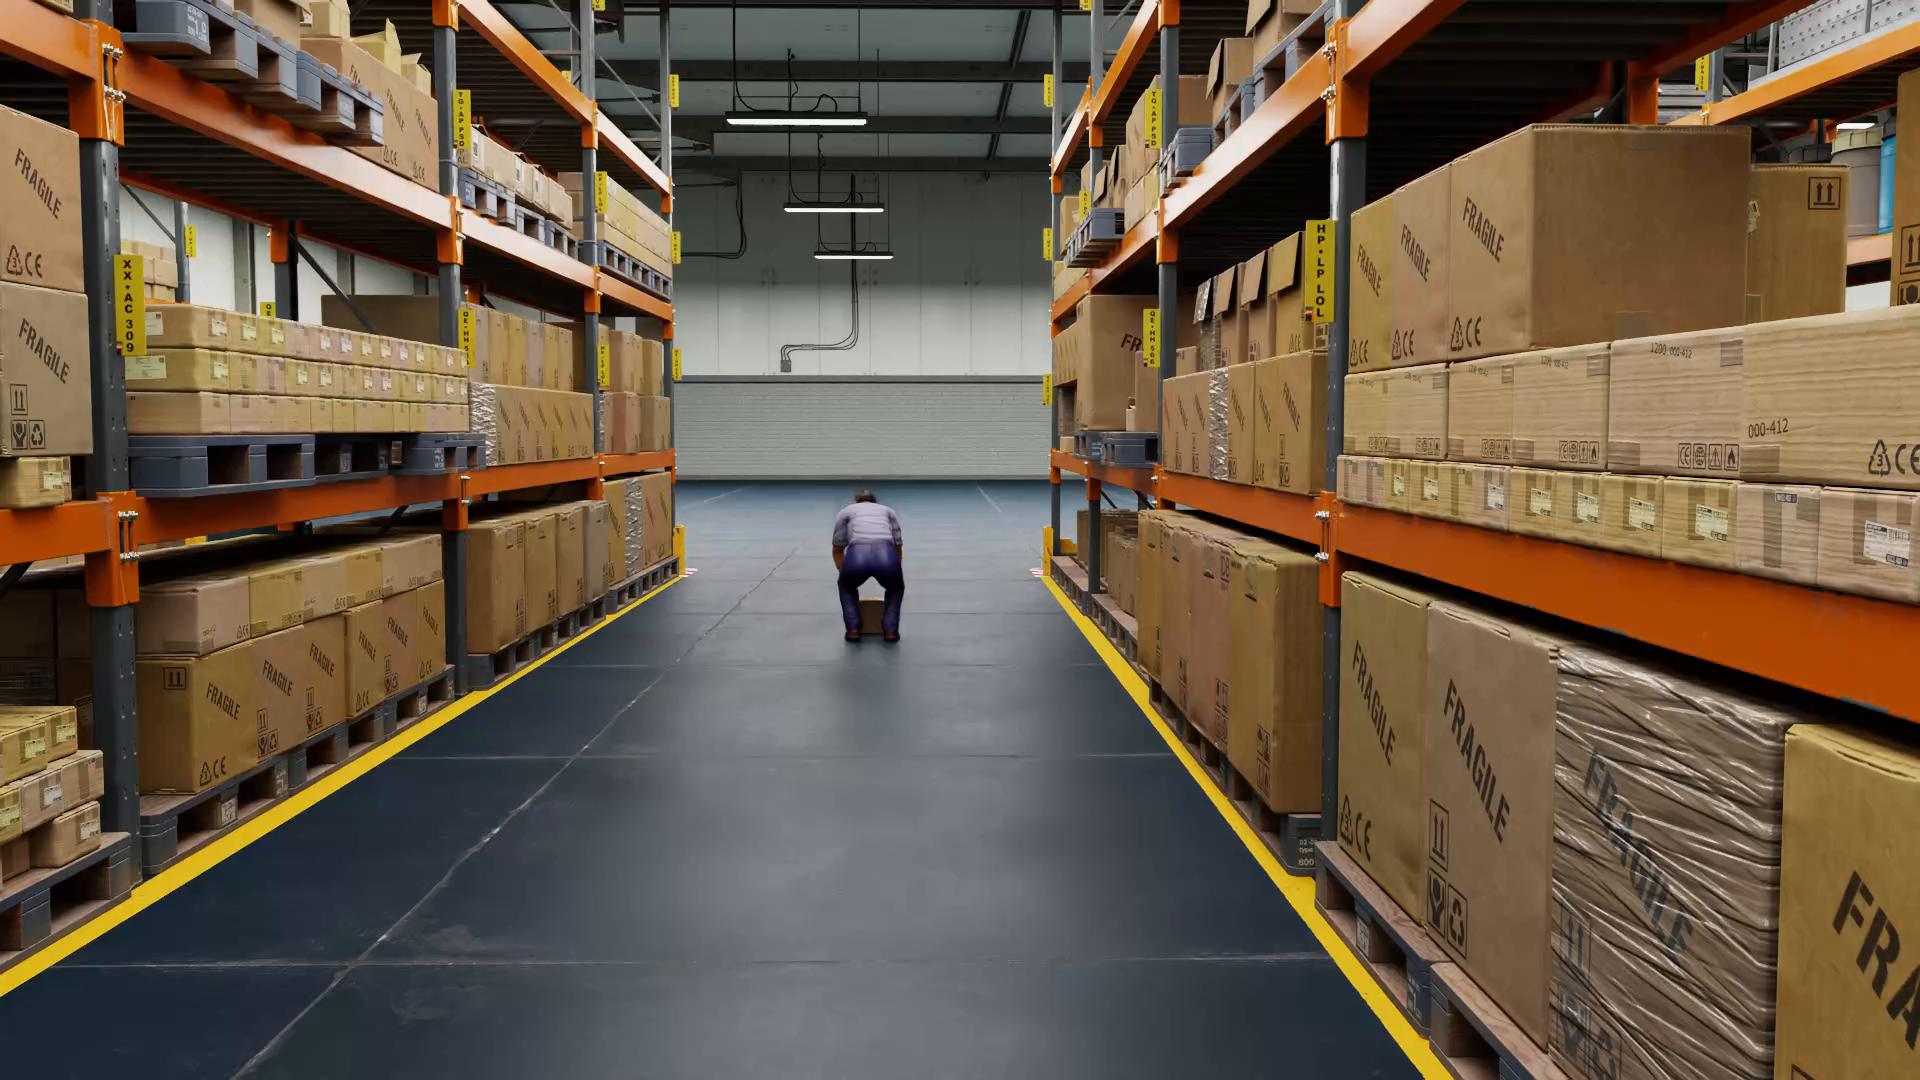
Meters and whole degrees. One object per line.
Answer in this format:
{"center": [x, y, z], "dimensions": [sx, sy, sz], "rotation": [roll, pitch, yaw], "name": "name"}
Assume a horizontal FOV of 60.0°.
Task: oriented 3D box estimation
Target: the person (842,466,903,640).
{"center": [-0.643, 0.091, 12.245], "dimensions": [0.447, 1.254, 0.852], "rotation": [0, 4, -3], "name": "person"}
